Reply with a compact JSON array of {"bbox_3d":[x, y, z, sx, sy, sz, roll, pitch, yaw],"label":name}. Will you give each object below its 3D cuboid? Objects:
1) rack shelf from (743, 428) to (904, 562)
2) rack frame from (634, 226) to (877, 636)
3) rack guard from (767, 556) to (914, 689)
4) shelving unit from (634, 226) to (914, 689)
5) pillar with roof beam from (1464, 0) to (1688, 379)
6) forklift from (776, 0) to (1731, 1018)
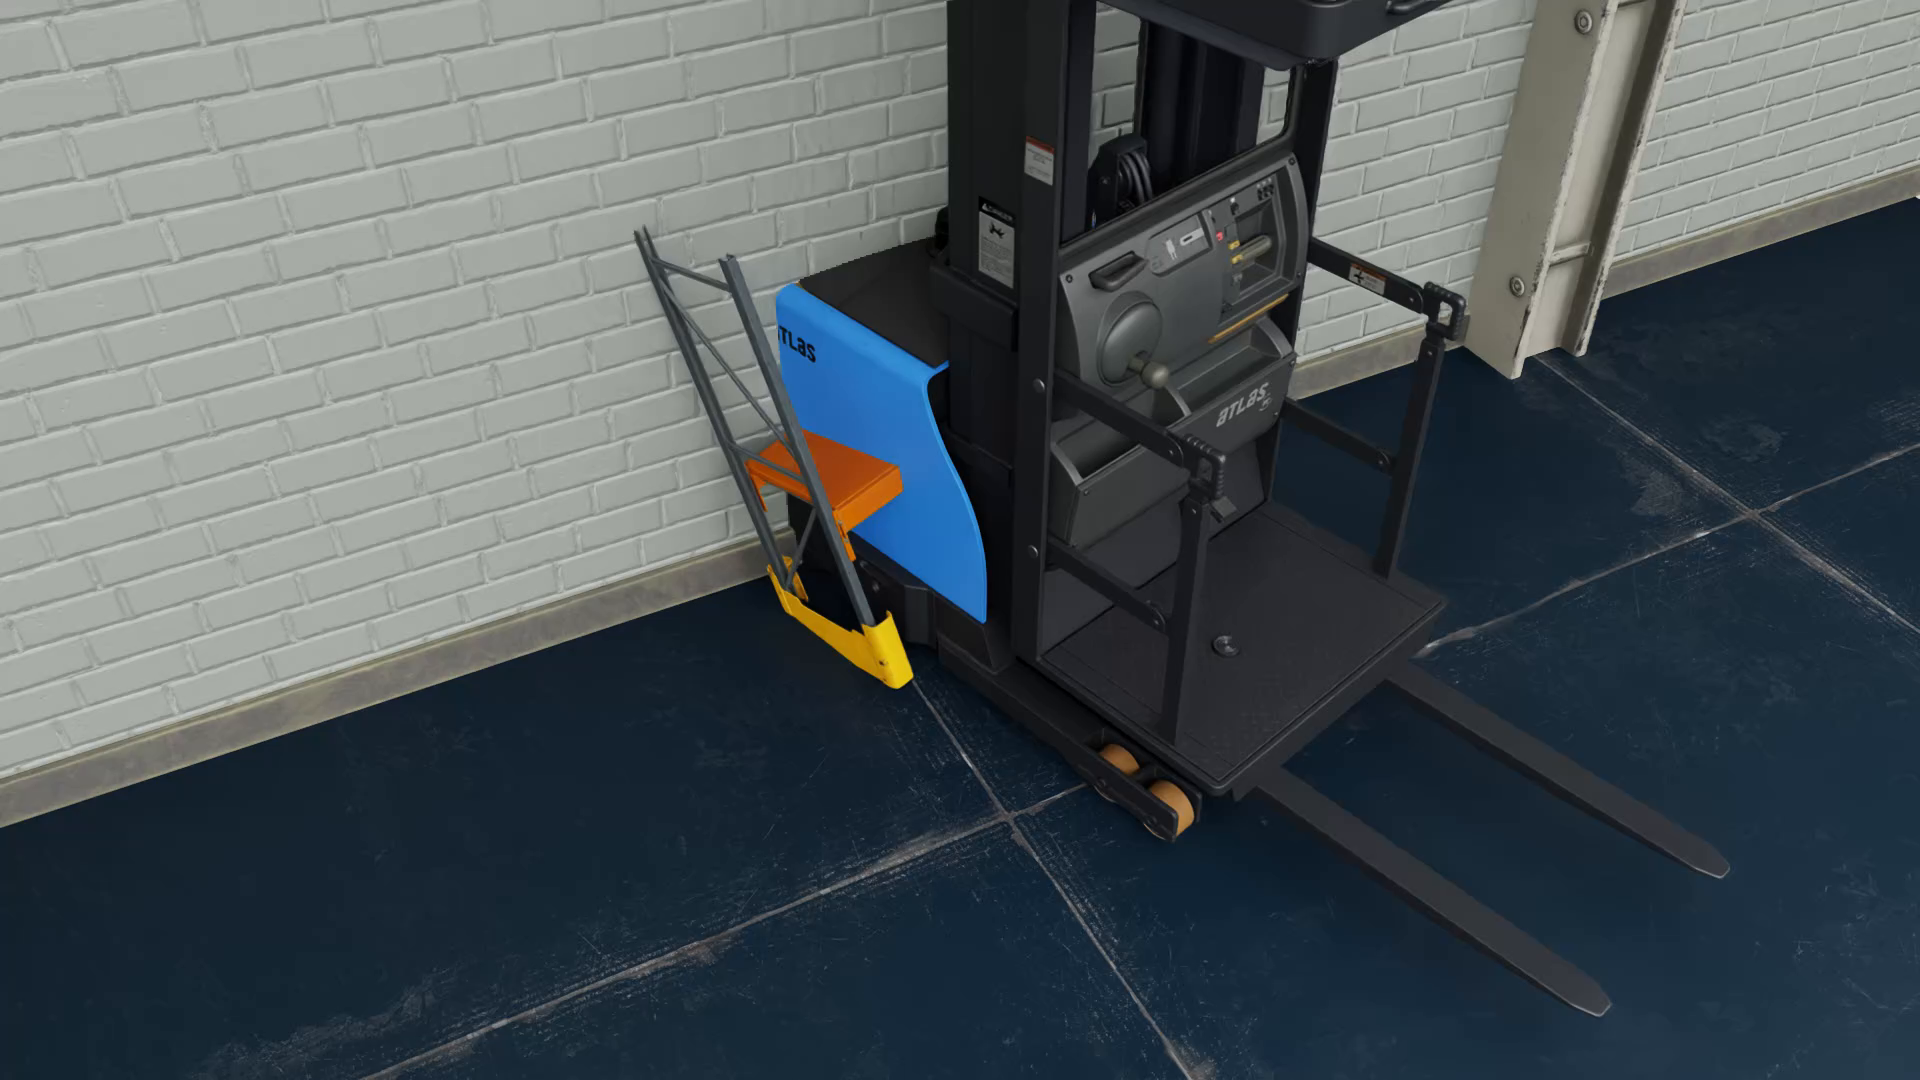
[{"bbox_3d":[-0.148,-0.359,5.236,1.000,0.185,0.538,-37,39,-25],"label":"rack shelf"},{"bbox_3d":[-0.560,-0.220,4.918,0.032,1.500,0.500,-37,39,-25],"label":"rack frame"},{"bbox_3d":[-0.385,0.256,5.284,0.087,0.250,0.587,-37,39,-25],"label":"rack guard"},{"bbox_3d":[-0.187,-0.504,5.136,1.083,1.500,0.587,-37,39,-25],"label":"shelving unit"},{"bbox_3d":[4.240,-1.741,0.841,0.400,9.000,9.100,-19,44,-21],"label":"pillar with roof beam"},{"bbox_3d":[0.751,-0.646,4.244,1.130,2.935,3.031,-32,49,-32],"label":"forklift"}]
